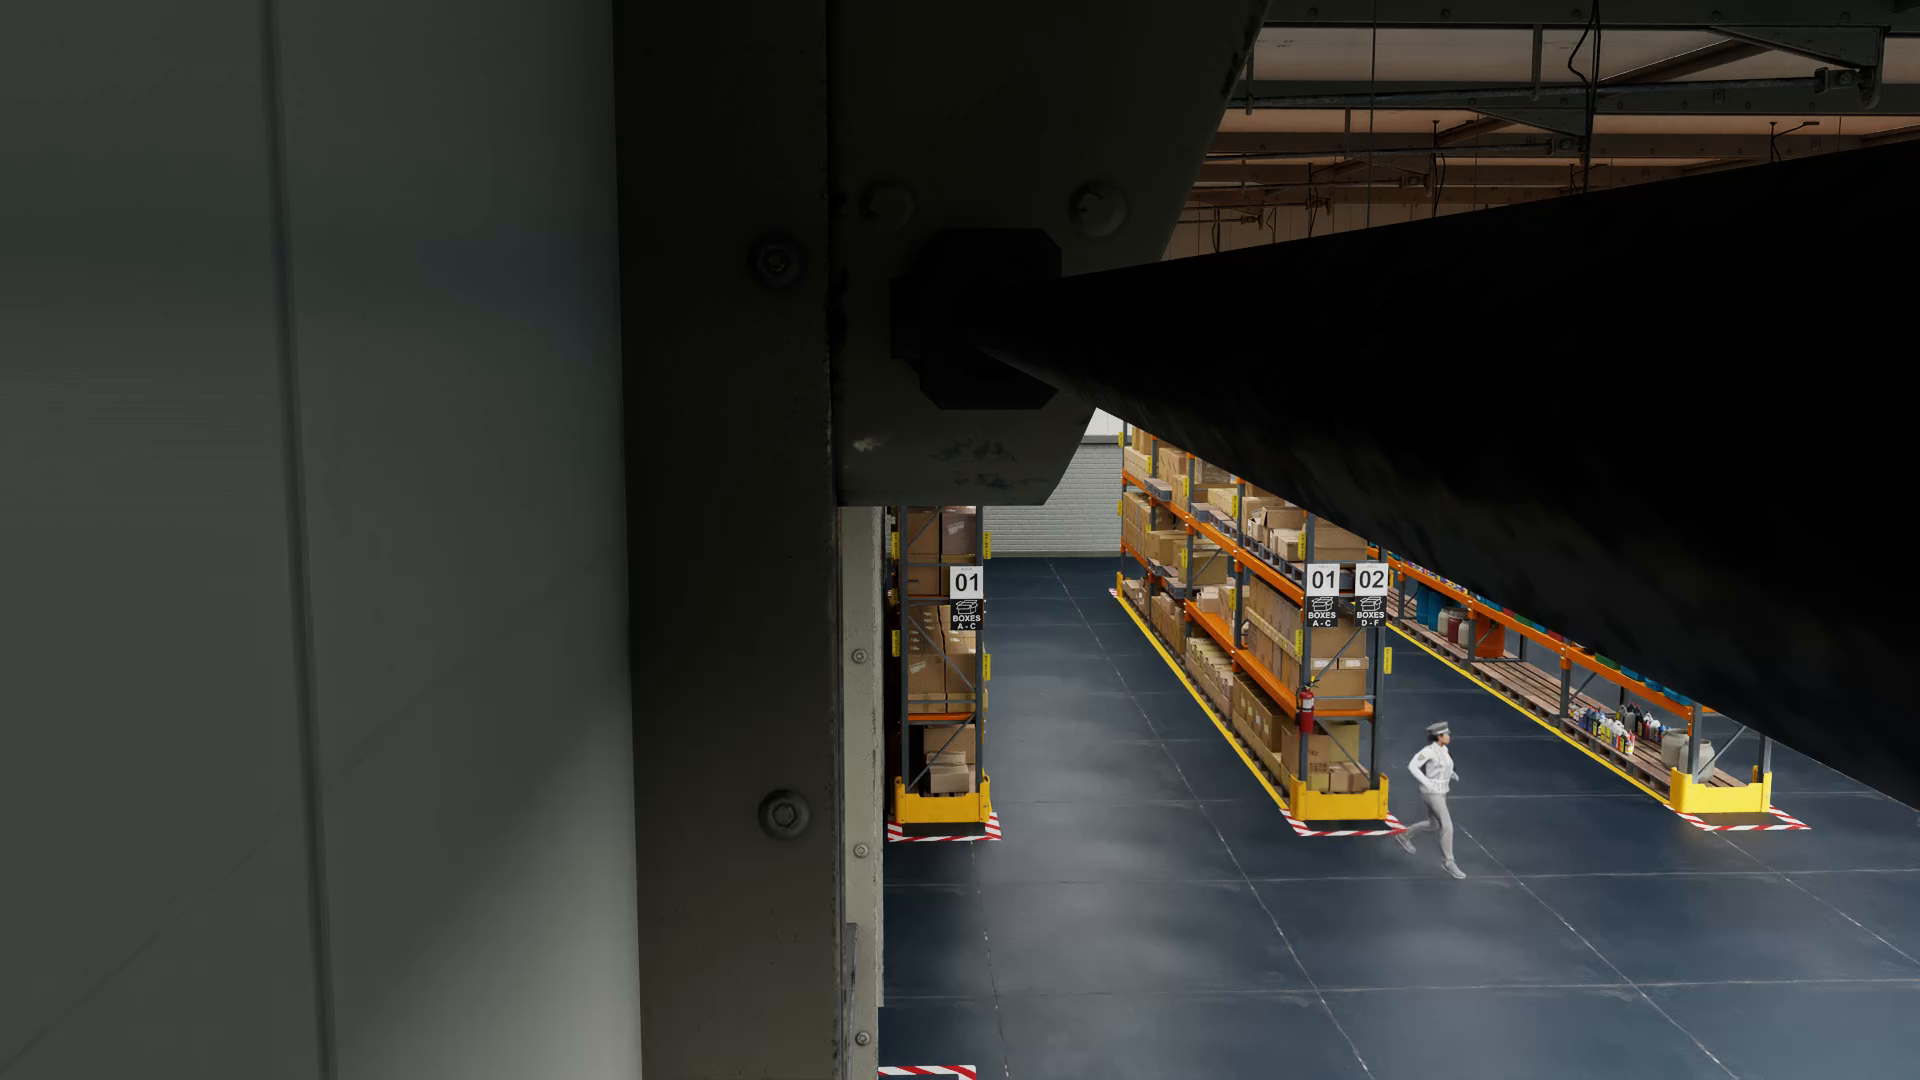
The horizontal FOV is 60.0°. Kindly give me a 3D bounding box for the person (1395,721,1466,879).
[{"bbox_3d":[5.399,2.880,18.836,0.910,1.681,0.629,6,10,35],"label":"person"}]
